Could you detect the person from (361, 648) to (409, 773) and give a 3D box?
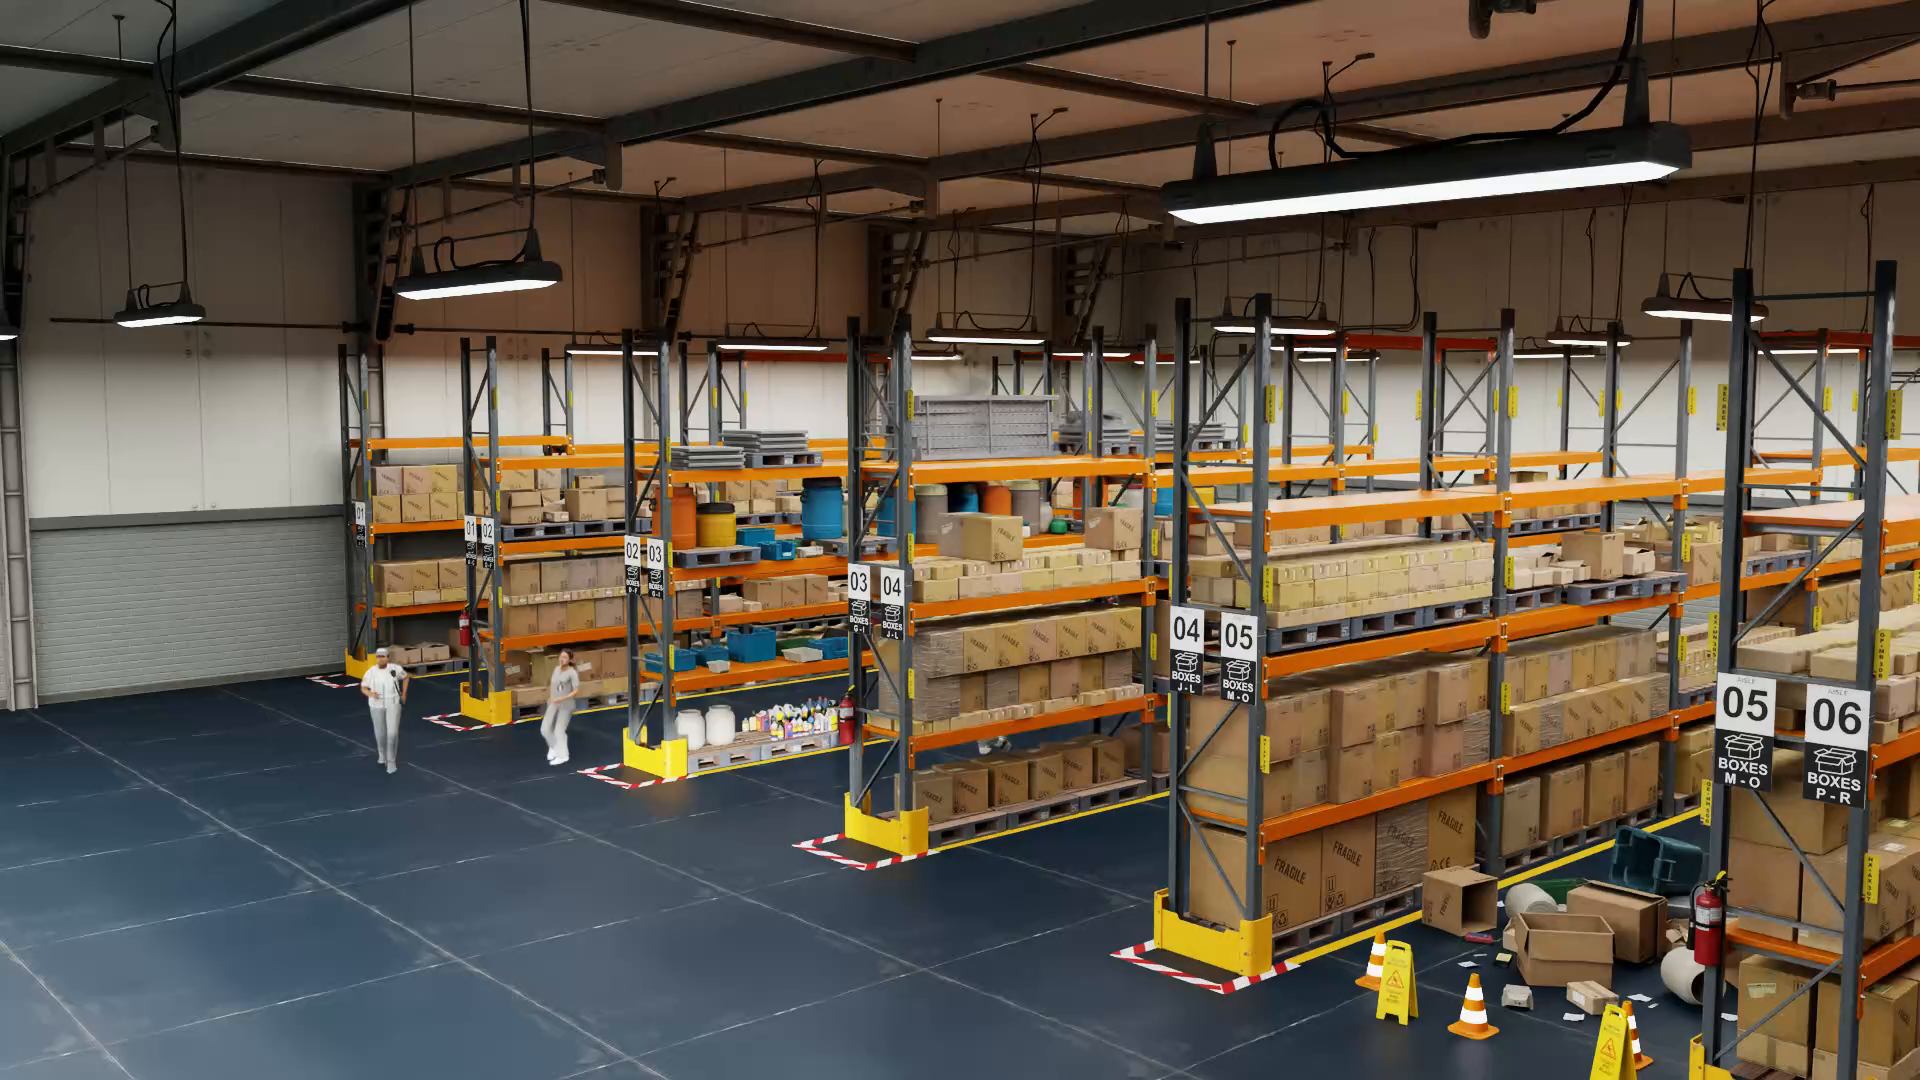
[{"bbox_3d":[-7.865,2.318,22.753,0.604,1.717,0.718,-1,5,-11],"label":"person"}]

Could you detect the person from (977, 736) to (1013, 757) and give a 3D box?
[{"bbox_3d":[0.419,2.264,22.659,0.596,1.751,0.666,-5,7,-44],"label":"person"}]

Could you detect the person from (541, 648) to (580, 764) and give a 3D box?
[{"bbox_3d":[-5.502,2.312,22.957,0.578,1.649,0.542,2,5,20],"label":"person"}]
